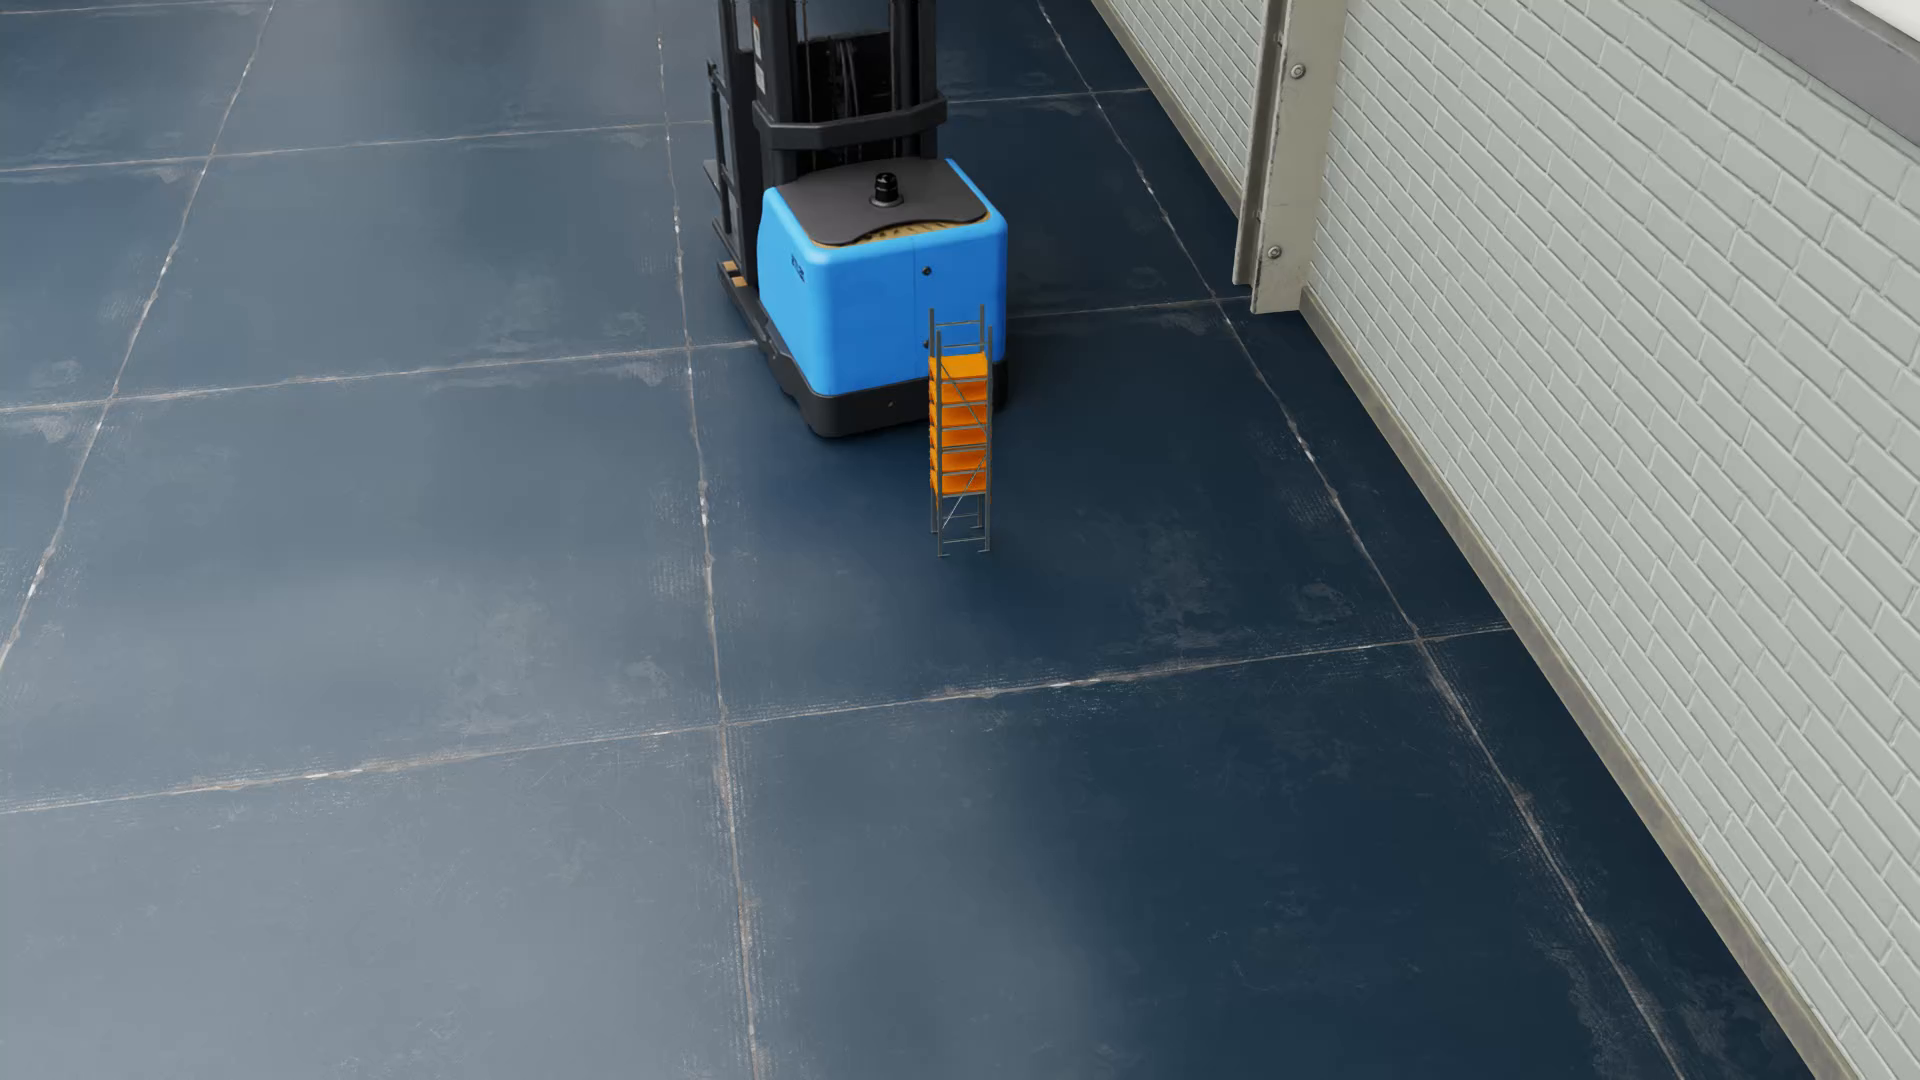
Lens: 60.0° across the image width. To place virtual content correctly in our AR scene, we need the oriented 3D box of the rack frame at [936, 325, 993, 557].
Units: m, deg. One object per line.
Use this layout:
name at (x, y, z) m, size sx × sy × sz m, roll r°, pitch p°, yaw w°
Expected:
rack frame at (0.019, -0.410, 7.300) m, size 0.240 × 1.200 × 0.006 m, roll -6°, pitch 38°, yaw -8°

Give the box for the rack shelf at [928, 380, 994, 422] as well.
rack shelf at (0.003, -0.620, 7.251) m, size 0.258 × 0.103 × 0.180 m, roll -6°, pitch 38°, yaw -8°

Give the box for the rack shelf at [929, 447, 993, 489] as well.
rack shelf at (0.003, -0.335, 7.472) m, size 0.258 × 0.103 × 0.180 m, roll -6°, pitch 38°, yaw -8°

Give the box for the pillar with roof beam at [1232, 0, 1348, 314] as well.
pillar with roof beam at (-2.467, -4.504, 6.212) m, size 9.100 × 9.000 × 0.400 m, roll -6°, pitch 38°, yaw -8°

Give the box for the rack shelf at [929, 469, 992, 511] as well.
rack shelf at (0.003, -0.240, 7.545) m, size 0.258 × 0.103 × 0.180 m, roll -6°, pitch 38°, yaw -8°

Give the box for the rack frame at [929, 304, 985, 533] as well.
rack frame at (-0.013, -0.520, 7.442) m, size 0.240 × 1.200 × 0.006 m, roll -6°, pitch 38°, yaw -8°

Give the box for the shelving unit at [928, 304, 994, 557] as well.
shelving unit at (0.003, -0.465, 7.371) m, size 0.258 × 1.200 × 0.189 m, roll -6°, pitch 38°, yaw -8°

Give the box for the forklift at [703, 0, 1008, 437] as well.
forklift at (-0.756, -2.575, 8.675) m, size 1.130 × 2.935 × 3.031 m, roll -13°, pitch 40°, yaw -16°

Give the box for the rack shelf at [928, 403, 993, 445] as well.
rack shelf at (0.003, -0.525, 7.324) m, size 0.258 × 0.103 × 0.180 m, roll -6°, pitch 38°, yaw -8°

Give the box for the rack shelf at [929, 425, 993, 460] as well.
rack shelf at (0.003, -0.430, 7.398) m, size 0.258 × 0.103 × 0.180 m, roll -6°, pitch 38°, yaw -8°

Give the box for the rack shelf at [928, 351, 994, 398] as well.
rack shelf at (0.003, -0.714, 7.177) m, size 0.258 × 0.103 × 0.180 m, roll -6°, pitch 38°, yaw -8°
